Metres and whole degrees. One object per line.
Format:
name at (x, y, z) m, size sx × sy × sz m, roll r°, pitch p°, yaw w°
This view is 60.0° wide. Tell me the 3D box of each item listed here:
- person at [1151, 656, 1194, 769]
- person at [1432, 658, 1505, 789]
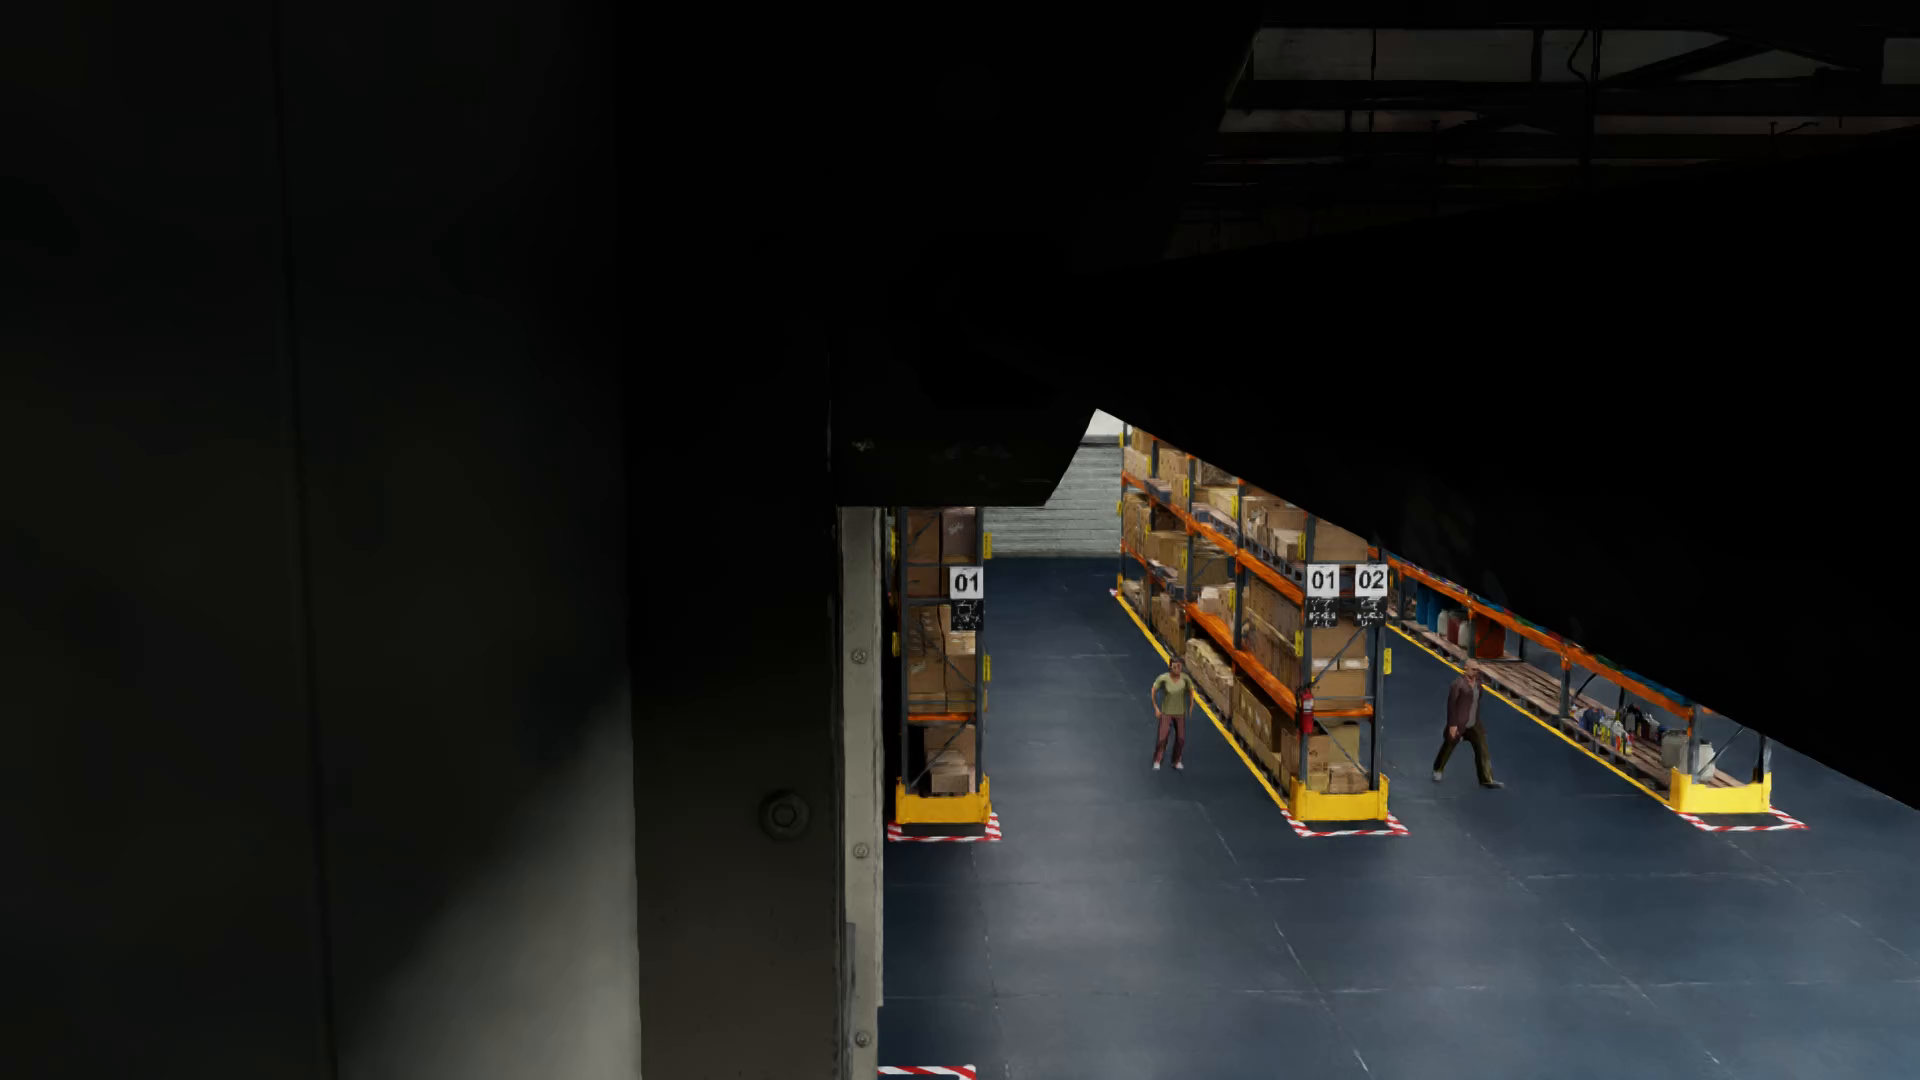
person at (2.902, 2.355, 22.736) m, size 0.598 × 1.619 × 0.507 m, roll -1°, pitch 8°, yaw -5°
person at (6.686, 2.410, 21.949) m, size 0.634 × 1.725 × 1.031 m, roll -4°, pitch 9°, yaw -25°
